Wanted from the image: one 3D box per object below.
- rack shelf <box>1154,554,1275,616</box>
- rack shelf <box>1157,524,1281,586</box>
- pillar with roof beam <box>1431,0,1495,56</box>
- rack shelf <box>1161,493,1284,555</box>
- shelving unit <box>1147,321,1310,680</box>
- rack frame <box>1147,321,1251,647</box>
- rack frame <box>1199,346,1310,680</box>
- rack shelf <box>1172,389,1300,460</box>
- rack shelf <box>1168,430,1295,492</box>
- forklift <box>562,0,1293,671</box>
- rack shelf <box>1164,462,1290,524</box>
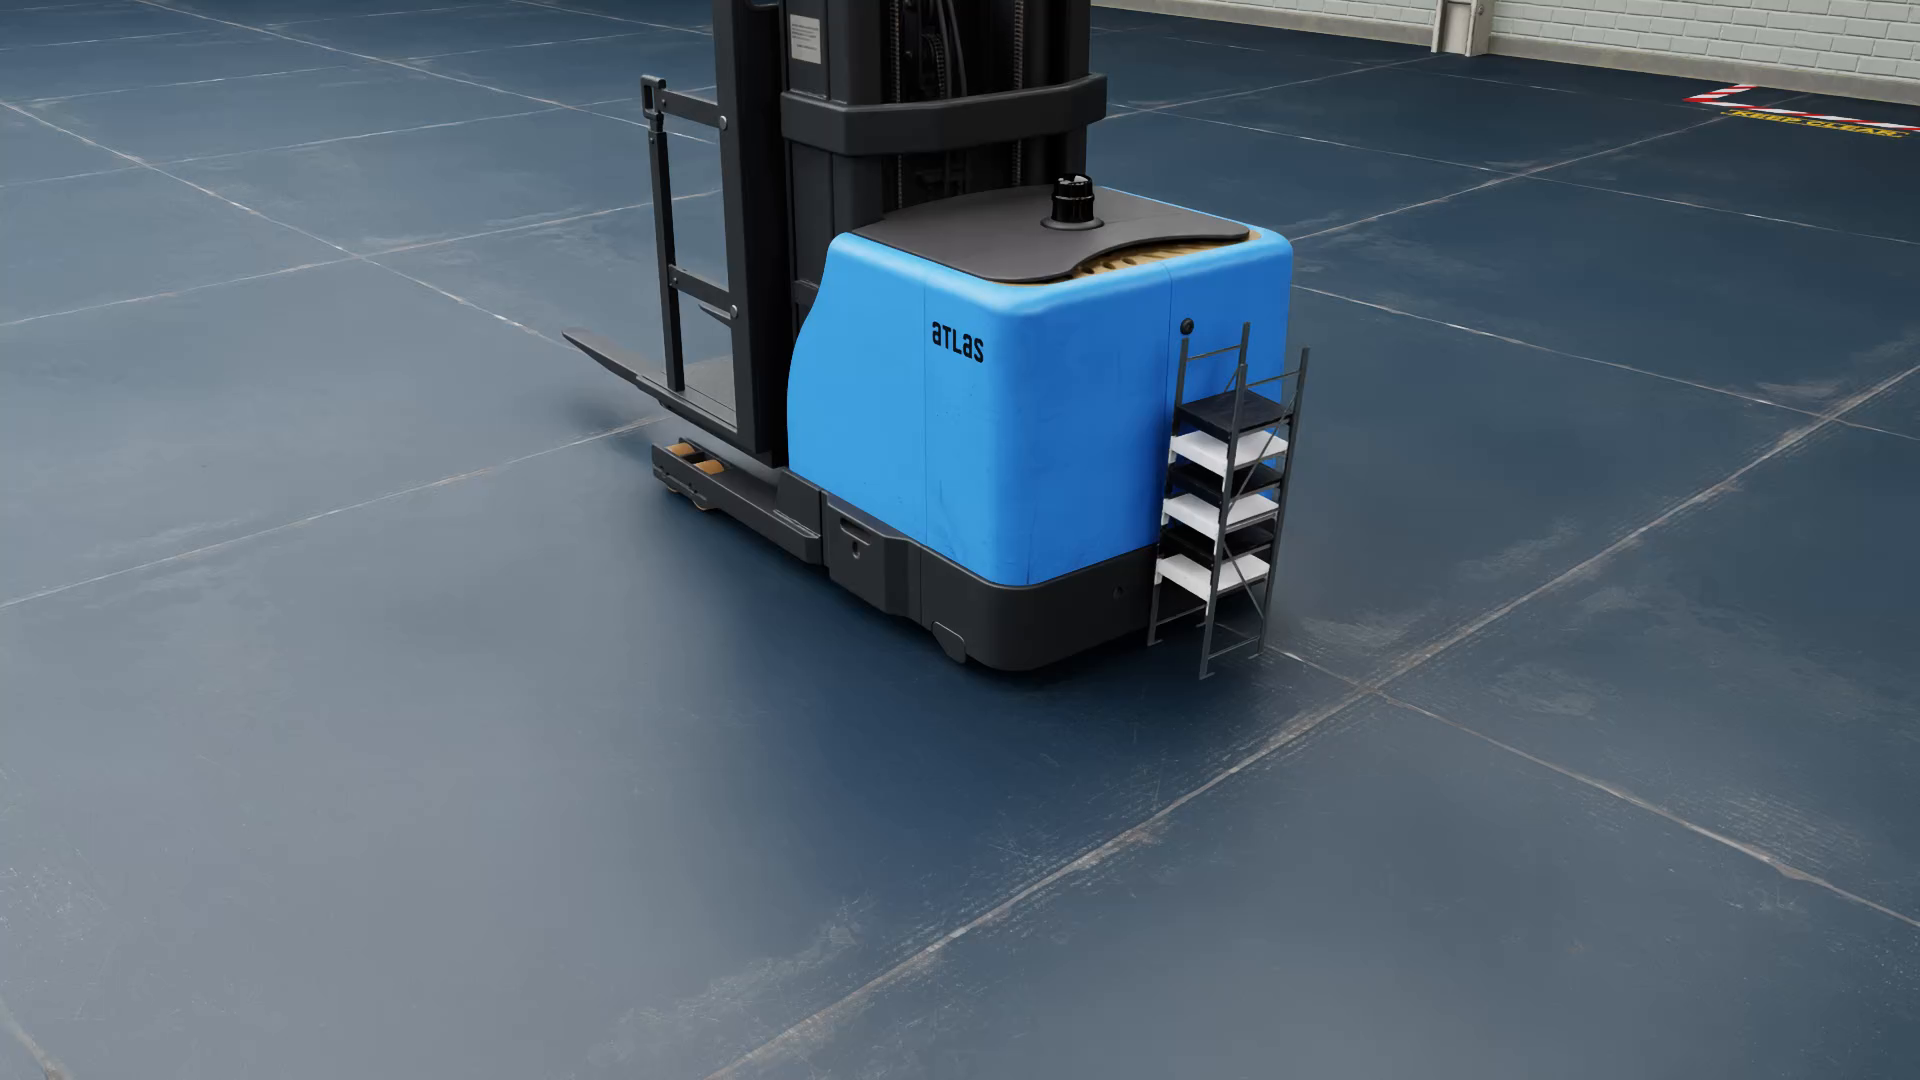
[{"bbox_3d":[0.683,0.093,4.457,0.258,0.077,0.200,-17,34,-33],"label":"rack shelf"},{"bbox_3d":[0.687,0.014,4.415,0.258,0.077,0.200,-17,34,-33],"label":"rack shelf"},{"bbox_3d":[1.275,-7.186,10.159,9.100,9.000,0.400,-21,32,-38],"label":"pillar with roof beam"},{"bbox_3d":[0.691,-0.066,4.373,0.258,0.077,0.200,-17,34,-33],"label":"rack shelf"},{"bbox_3d":[0.692,-0.095,4.357,0.258,0.900,0.210,-17,34,-33],"label":"shelving unit"},{"bbox_3d":[0.631,-0.135,4.428,0.240,0.900,0.006,-17,34,-33],"label":"rack frame"},{"bbox_3d":[0.754,-0.055,4.287,0.240,0.900,0.006,-17,34,-33],"label":"rack frame"},{"bbox_3d":[0.703,-0.304,4.247,0.258,0.077,0.200,-17,34,-33],"label":"rack shelf"},{"bbox_3d":[0.699,-0.224,4.289,0.258,0.077,0.200,-17,34,-33],"label":"rack shelf"},{"bbox_3d":[-0.379,-1.539,5.092,1.130,2.935,3.031,-18,30,-34],"label":"forklift"},{"bbox_3d":[0.695,-0.145,4.331,0.258,0.077,0.200,-17,34,-33],"label":"rack shelf"}]
